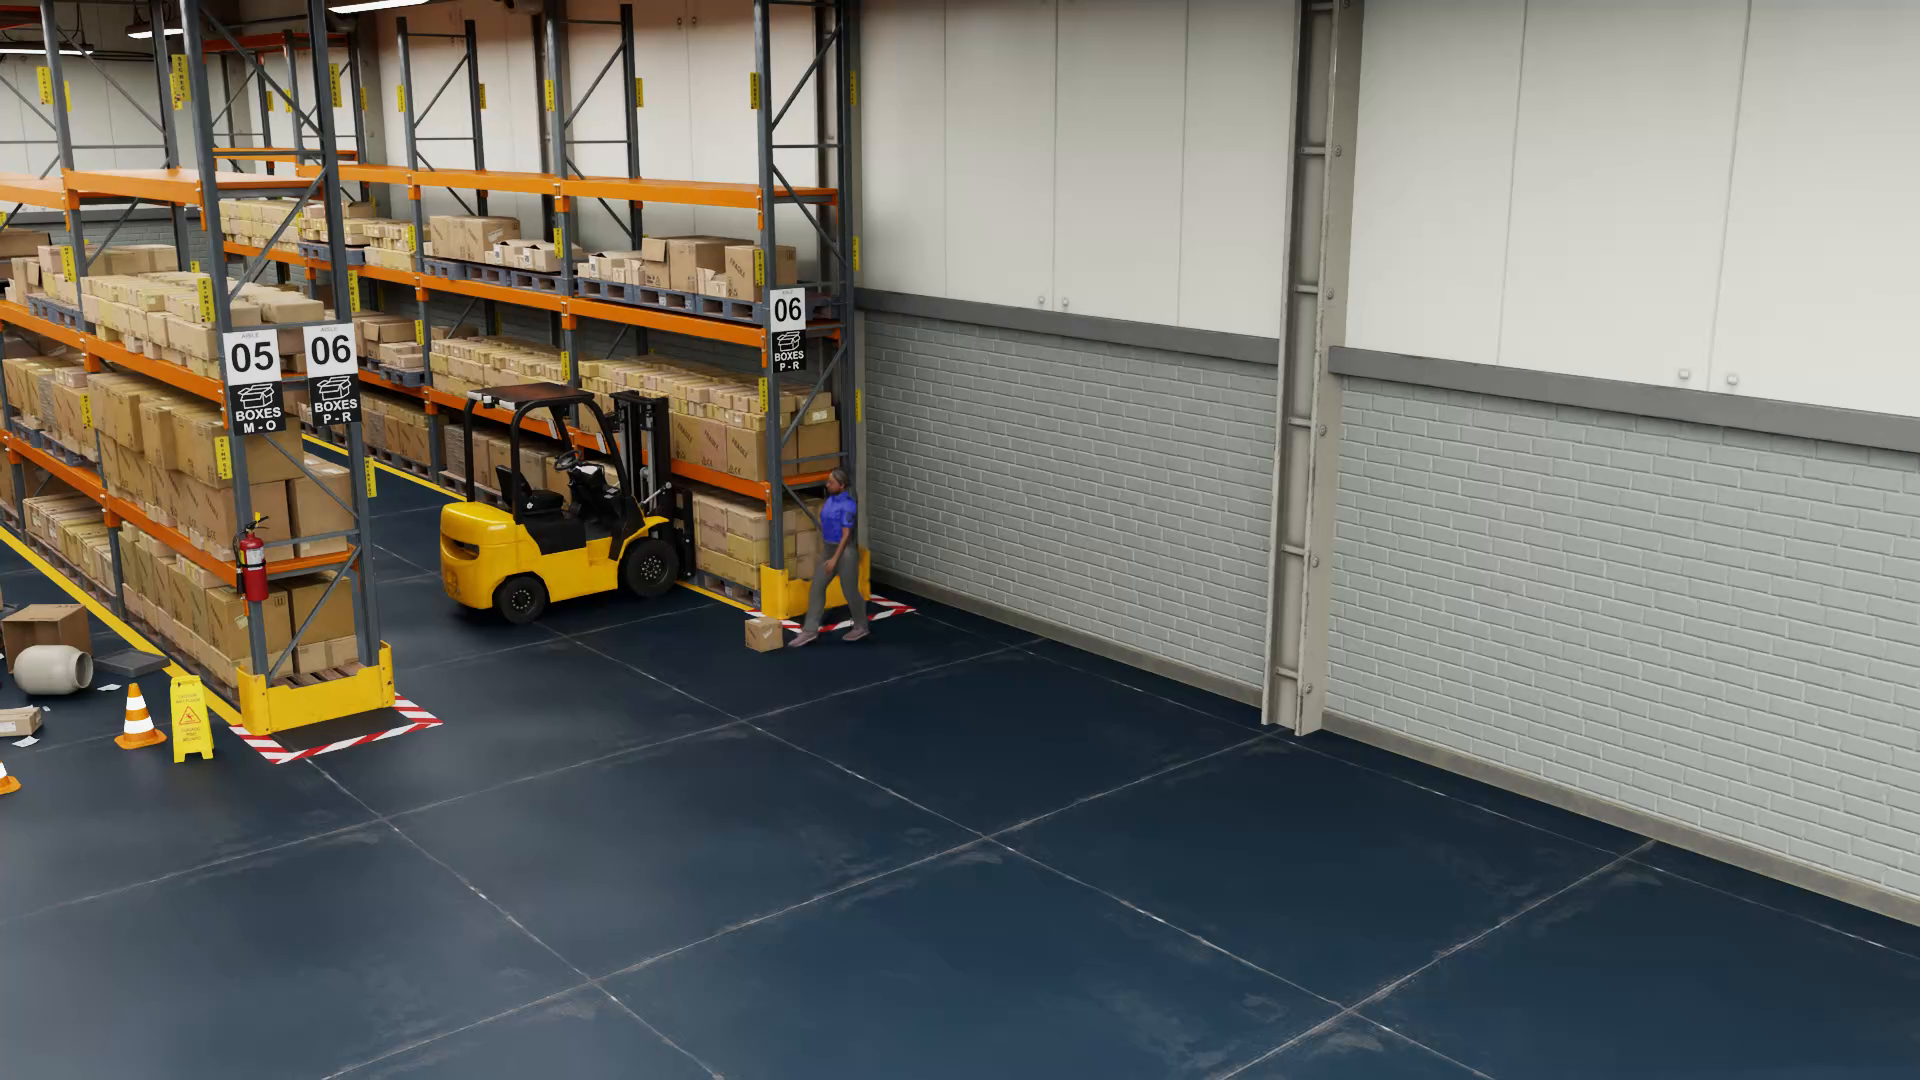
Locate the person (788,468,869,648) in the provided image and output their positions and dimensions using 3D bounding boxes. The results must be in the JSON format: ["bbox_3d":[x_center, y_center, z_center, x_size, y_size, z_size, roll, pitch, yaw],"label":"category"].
[{"bbox_3d":[-1.190,0.168,15.319,0.748,1.661,0.461,-12,18,-39],"label":"person"}]
